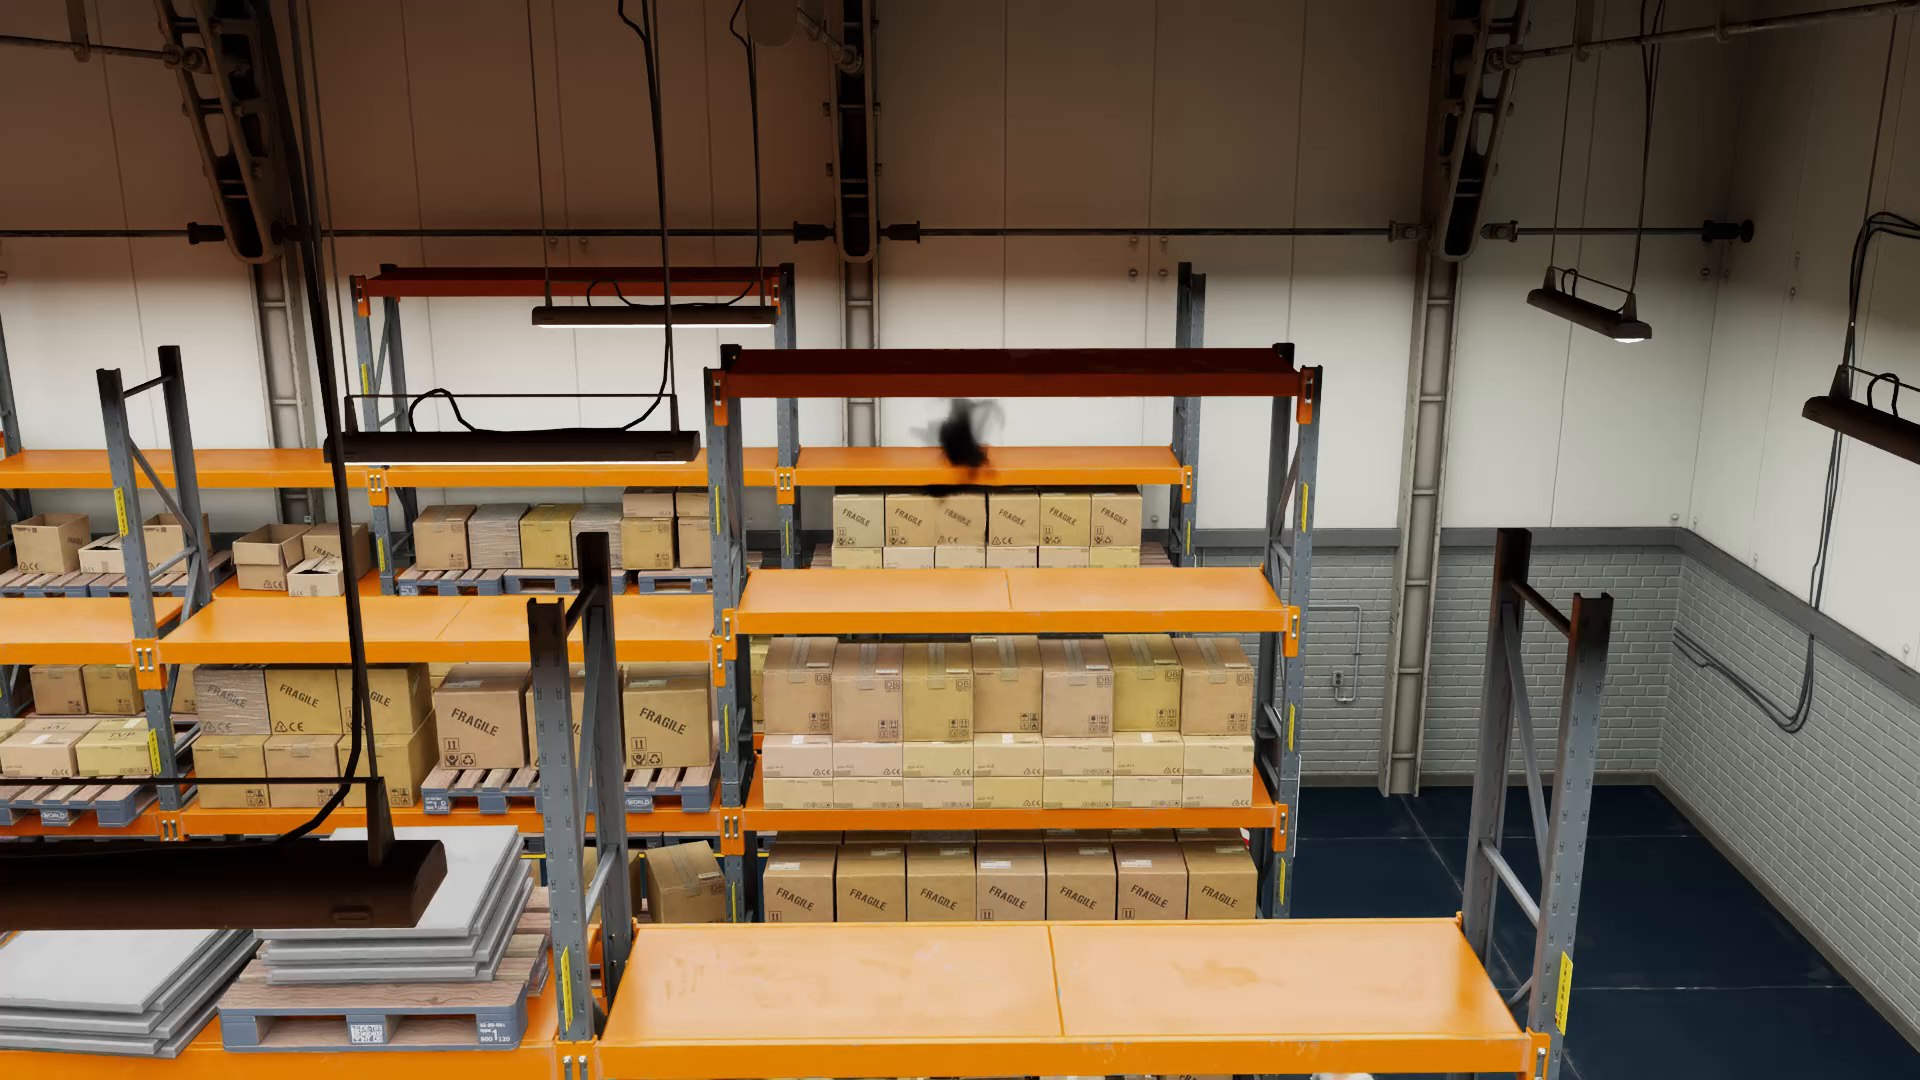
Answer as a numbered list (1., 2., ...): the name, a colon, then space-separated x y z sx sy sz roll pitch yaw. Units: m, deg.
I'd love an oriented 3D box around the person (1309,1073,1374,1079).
1. person: 2.622 4.152 11.448 0.597 1.628 0.520 11 19 33
